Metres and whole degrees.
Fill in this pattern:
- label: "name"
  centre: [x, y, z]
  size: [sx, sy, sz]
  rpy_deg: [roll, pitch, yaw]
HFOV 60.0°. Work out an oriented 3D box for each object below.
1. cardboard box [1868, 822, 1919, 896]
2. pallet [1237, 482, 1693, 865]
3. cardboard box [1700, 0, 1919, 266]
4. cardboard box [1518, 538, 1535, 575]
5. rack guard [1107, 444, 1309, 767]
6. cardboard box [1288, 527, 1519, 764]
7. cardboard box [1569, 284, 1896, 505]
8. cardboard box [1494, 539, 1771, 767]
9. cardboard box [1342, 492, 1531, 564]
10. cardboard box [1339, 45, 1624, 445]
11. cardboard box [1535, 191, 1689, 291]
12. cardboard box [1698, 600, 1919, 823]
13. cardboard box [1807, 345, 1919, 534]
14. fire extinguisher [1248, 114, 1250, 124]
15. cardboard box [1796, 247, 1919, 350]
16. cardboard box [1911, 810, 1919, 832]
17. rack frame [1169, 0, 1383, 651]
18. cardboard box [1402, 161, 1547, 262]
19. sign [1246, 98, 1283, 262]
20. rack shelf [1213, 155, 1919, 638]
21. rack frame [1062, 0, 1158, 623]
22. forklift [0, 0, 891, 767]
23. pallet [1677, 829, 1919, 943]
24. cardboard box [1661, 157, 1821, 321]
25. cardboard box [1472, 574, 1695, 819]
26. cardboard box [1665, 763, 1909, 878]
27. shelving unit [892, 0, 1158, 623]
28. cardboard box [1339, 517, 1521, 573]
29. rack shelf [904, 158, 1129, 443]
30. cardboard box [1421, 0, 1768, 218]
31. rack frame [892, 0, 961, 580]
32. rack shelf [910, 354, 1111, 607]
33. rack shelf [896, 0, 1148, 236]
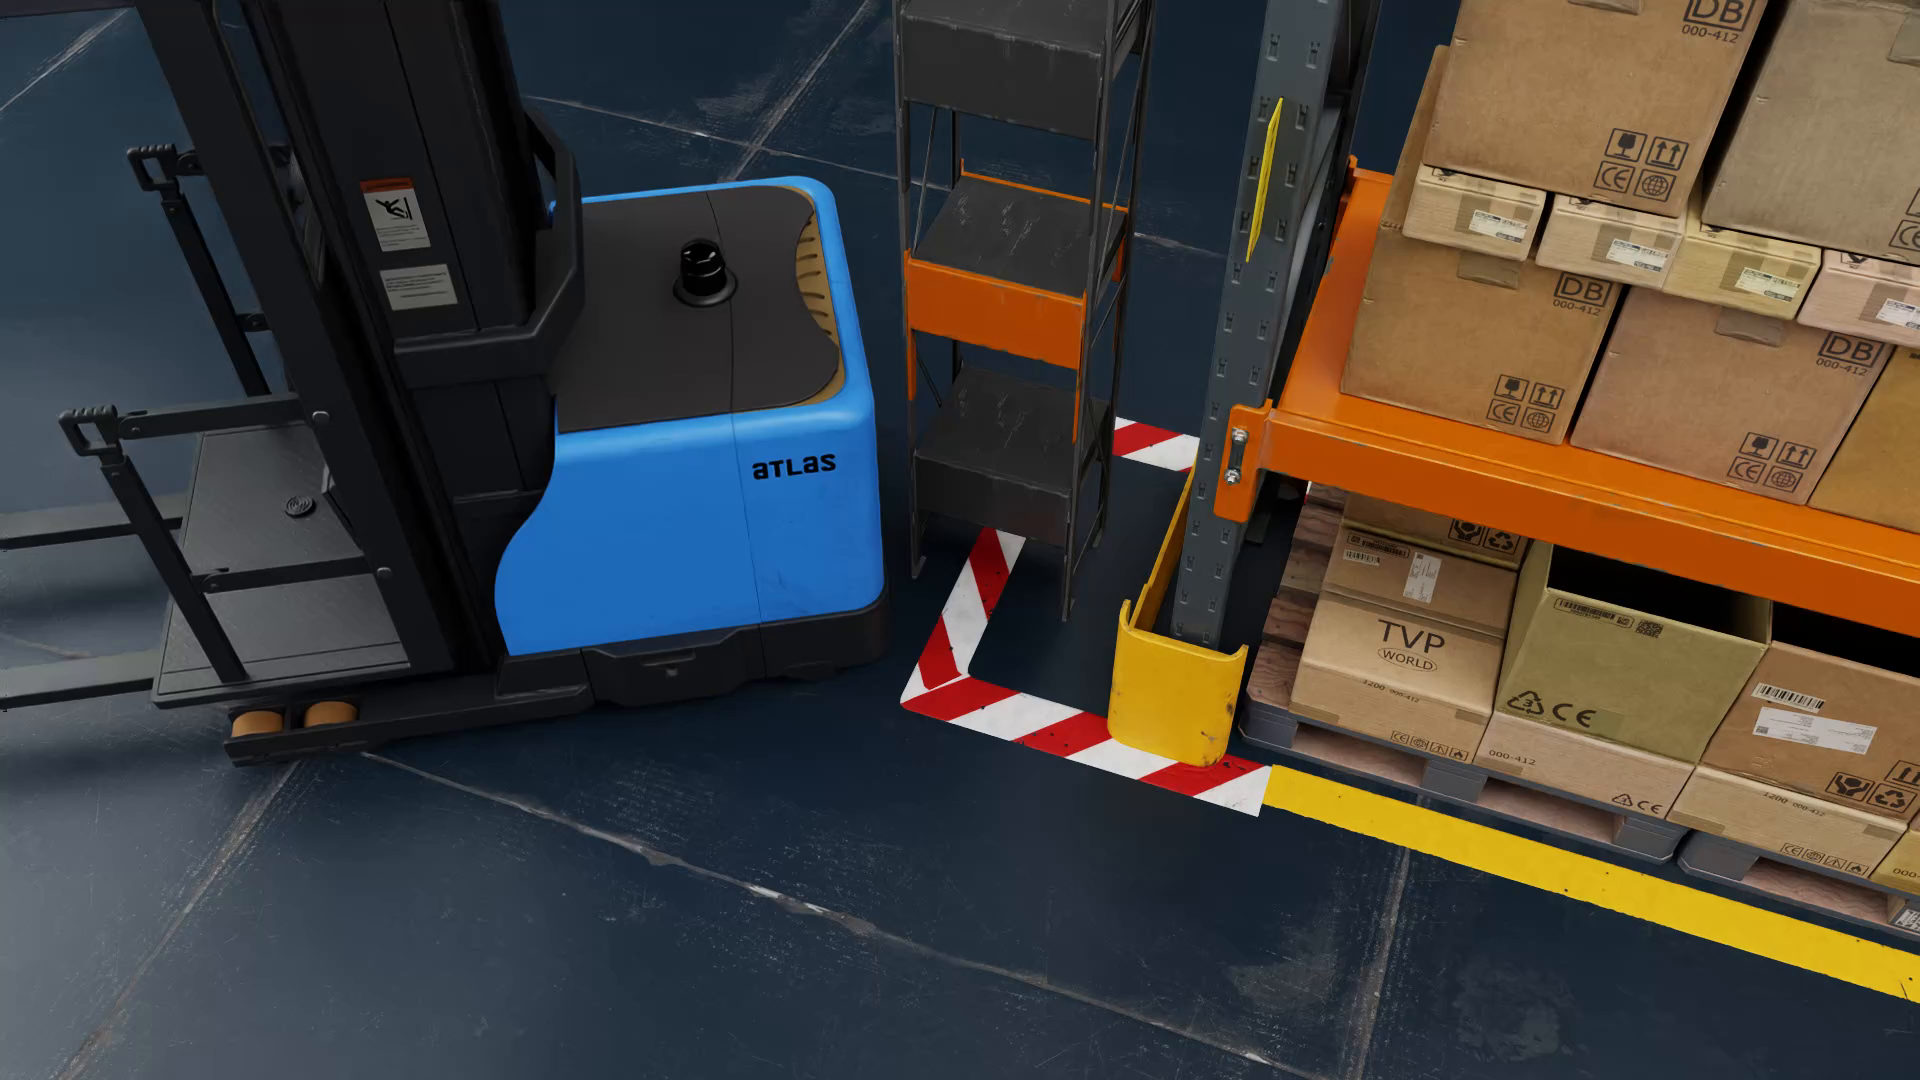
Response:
- label: "cardboard box"
  centre: [2.623, 0.675, 4.222]
  size: [0.500, 0.250, 0.500]
  rpy_deg: [16, 51, 13]
- label: "pallet"
  centre: [1.523, 0.304, 4.847]
  size: [1.213, 0.211, 1.003]
  rpy_deg: [16, 51, 13]
- label: "cardboard box"
  centre: [1.769, -0.959, 3.171]
  size: [0.500, 0.500, 0.700]
  rpy_deg: [14, 51, 12]
- label: "cardboard box"
  centre: [1.870, 0.036, 4.775]
  size: [0.500, 0.250, 0.500]
  rpy_deg: [16, 51, 13]
- label: "rack guard"
  centre: [0.768, 0.032, 4.891]
  size: [0.348, 0.500, 1.175]
  rpy_deg: [16, 51, 13]
- label: "cardboard box"
  centre: [1.217, 0.281, 4.563]
  size: [0.500, 0.250, 0.500]
  rpy_deg: [16, 51, 13]
- label: "cardboard box"
  centre: [1.719, -0.548, 3.673]
  size: [0.500, 0.500, 0.700]
  rpy_deg: [17, 51, 14]
- label: "cardboard box"
  centre: [1.687, 0.165, 4.168]
  size: [0.500, 0.500, 0.500]
  rpy_deg: [16, 51, 13]
- label: "cardboard box"
  centre: [1.397, -0.333, 4.599]
  size: [0.500, 0.500, 0.500]
  rpy_deg: [16, 51, 13]
- label: "cardboard box"
  centre: [1.224, -0.682, 3.790]
  size: [0.500, 0.500, 0.700]
  rpy_deg: [16, 51, 13]
- label: "cardboard box"
  centre: [1.333, -0.703, 3.379]
  size: [0.250, 0.149, 0.380]
  rpy_deg: [14, 51, 12]
- label: "cardboard box"
  centre: [2.160, 0.287, 4.062]
  size: [0.500, 0.500, 0.500]
  rpy_deg: [16, 51, 13]
- label: "cardboard box"
  centre: [2.182, -0.413, 3.557]
  size: [0.500, 0.500, 0.700]
  rpy_deg: [16, 51, 13]
- label: "fire extinguisher"
  centre: [0.841, -1.115, 4.283]
  size: [0.183, 0.674, 0.296]
  rpy_deg: [16, 51, 13]
- label: "cardboard box"
  centre: [1.802, -0.569, 3.263]
  size: [0.250, 0.149, 0.380]
  rpy_deg: [15, 51, 13]
- label: "cardboard box"
  centre: [2.623, 0.430, 3.938]
  size: [0.500, 0.500, 0.500]
  rpy_deg: [16, 51, 13]
- label: "rack frame"
  centre: [0.791, -0.780, 3.941]
  size: [0.127, 3.000, 1.000]
  rpy_deg: [16, 51, 13]
- label: "cardboard box"
  centre: [1.084, -0.770, 3.437]
  size: [0.250, 0.149, 0.380]
  rpy_deg: [15, 51, 13]
- label: "sign"
  centre: [0.593, -0.698, 3.245]
  size: [0.005, 0.325, 0.100]
  rpy_deg: [16, 51, 13]
- label: "rack shelf"
  centre: [2.667, -0.021, 3.759]
  size: [4.000, 0.370, 1.077]
  rpy_deg: [16, 51, 13]
- label: "rack frame"
  centre: [0.384, -0.580, 4.364]
  size: [0.015, 2.100, 0.400]
  rpy_deg: [16, 51, 13]
- label: "forklift"
  centre: [-1.768, -0.759, 3.969]
  size: [3.031, 2.935, 1.130]
  rpy_deg: [-7, 49, -6]
- label: "pallet"
  centre: [2.663, 0.624, 4.569]
  size: [1.213, 0.211, 1.003]
  rpy_deg: [16, 51, 13]
- label: "cardboard box"
  centre: [1.566, -0.636, 3.321]
  size: [0.250, 0.149, 0.380]
  rpy_deg: [16, 51, 13]
- label: "cardboard box"
  centre: [1.687, 0.409, 4.452]
  size: [0.500, 0.250, 0.500]
  rpy_deg: [16, 51, 13]
- label: "cardboard box"
  centre: [2.156, 0.541, 4.338]
  size: [0.500, 0.250, 0.500]
  rpy_deg: [16, 51, 13]
- label: "shelving unit"
  centre: [0.155, -0.644, 4.419]
  size: [0.503, 2.100, 0.431]
  rpy_deg: [16, 51, 13]
- label: "cardboard box"
  centre: [1.396, -0.086, 4.881]
  size: [0.500, 0.250, 0.500]
  rpy_deg: [16, 51, 13]
- label: "rack shelf"
  centre: [0.155, -0.635, 4.429]
  size: [0.480, 0.518, 0.431]
  rpy_deg: [16, 51, 13]
- label: "cardboard box"
  centre: [1.274, -1.093, 3.287]
  size: [0.500, 0.500, 0.700]
  rpy_deg: [16, 51, 13]
- label: "rack frame"
  centre: [-0.074, -0.708, 4.474]
  size: [0.015, 2.100, 0.400]
  rpy_deg: [16, 51, 13]
- label: "rack shelf"
  centre: [0.155, -0.177, 4.958]
  size: [0.480, 0.518, 0.431]
  rpy_deg: [16, 51, 13]
- label: "rack shelf"
  centre: [0.155, -1.094, 3.900]
  size: [0.480, 0.518, 0.431]
  rpy_deg: [16, 51, 13]
